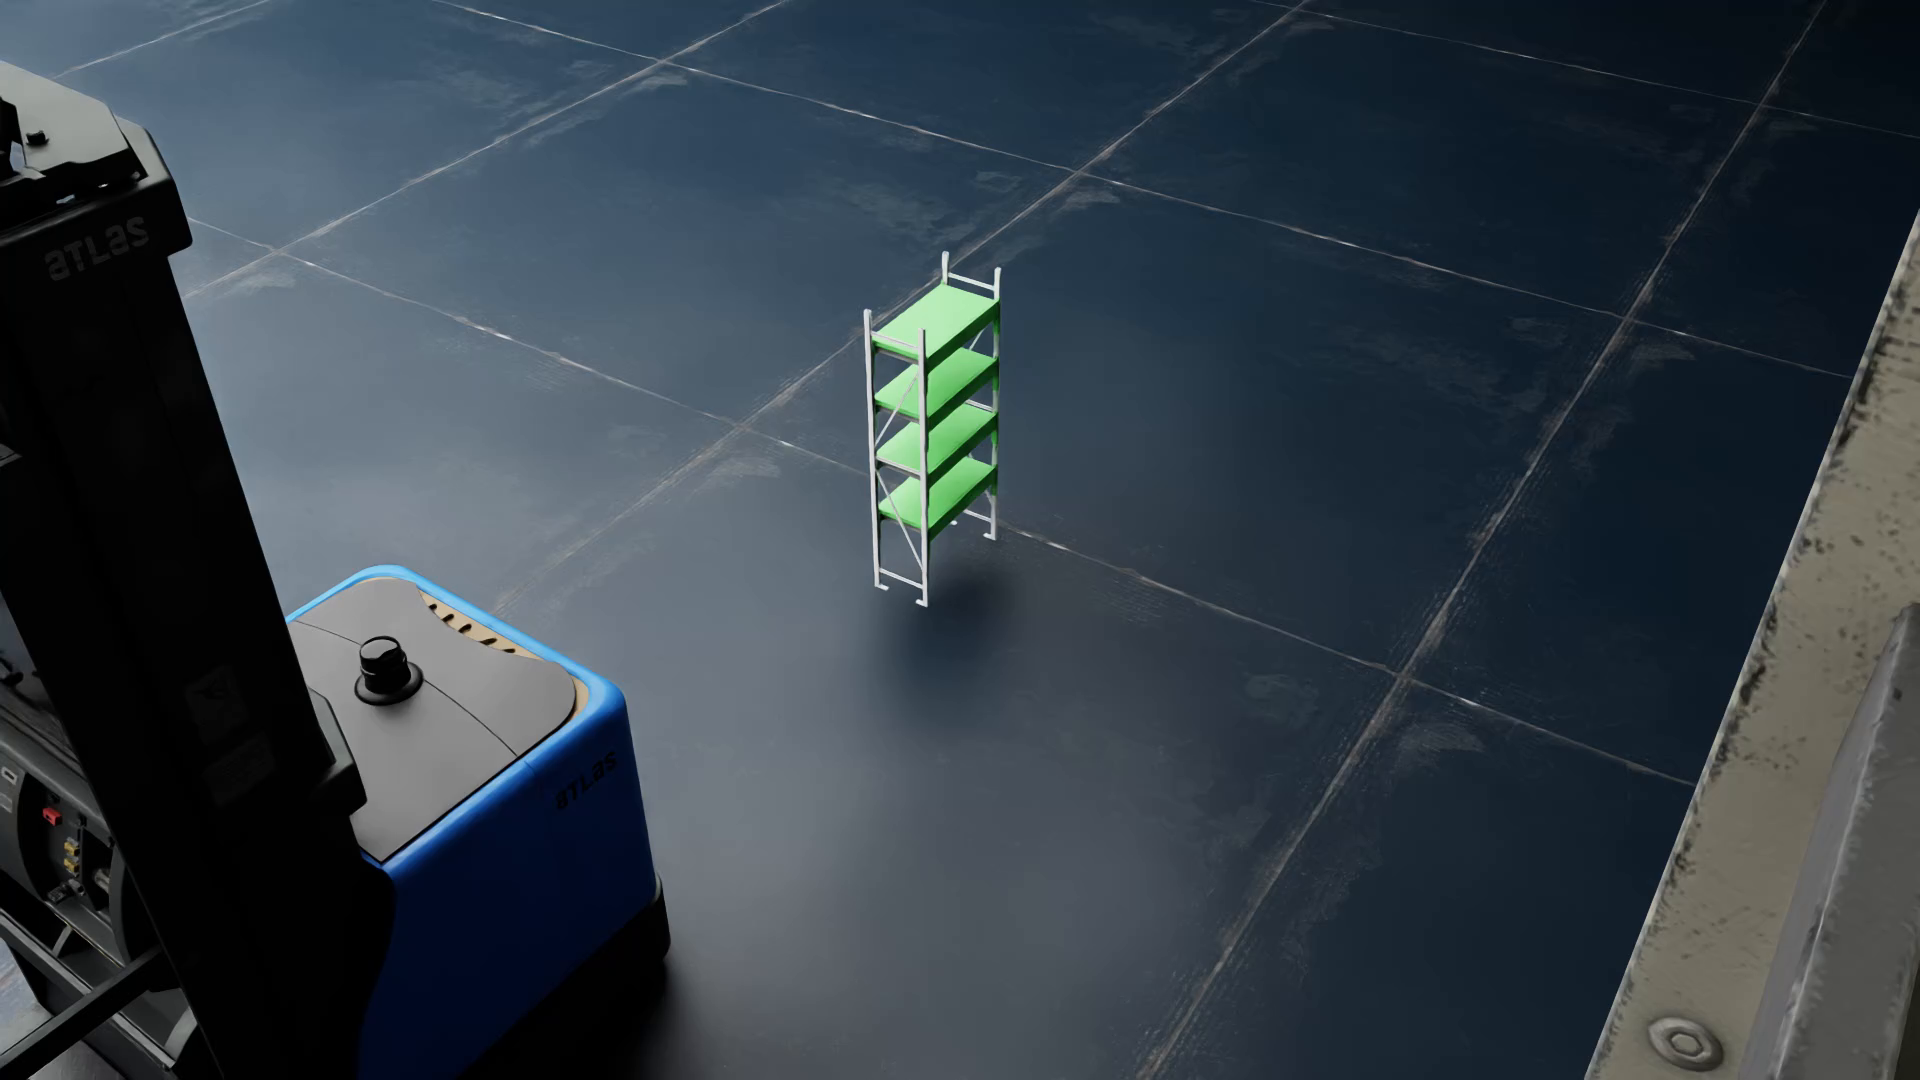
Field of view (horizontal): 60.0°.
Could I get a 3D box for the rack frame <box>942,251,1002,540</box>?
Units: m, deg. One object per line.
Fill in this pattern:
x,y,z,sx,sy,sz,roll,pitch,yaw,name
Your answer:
0.042,-0.516,6.264,0.240,1.200,0.015,21,42,25,rack frame

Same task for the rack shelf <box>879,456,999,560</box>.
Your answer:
-0.089,-0.149,6.286,0.258,0.148,0.480,21,42,25,rack shelf

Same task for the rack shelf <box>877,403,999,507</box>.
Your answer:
-0.089,-0.339,6.139,0.258,0.148,0.480,21,42,25,rack shelf

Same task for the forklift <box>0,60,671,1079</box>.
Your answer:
-2.125,0.636,3.351,1.130,2.935,3.031,24,44,28,forklift

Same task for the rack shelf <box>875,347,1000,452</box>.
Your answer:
-0.089,-0.529,5.993,0.258,0.148,0.480,21,42,25,rack shelf

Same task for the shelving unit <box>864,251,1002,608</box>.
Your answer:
-0.089,-0.390,6.100,0.258,1.200,0.503,21,42,25,shelving unit

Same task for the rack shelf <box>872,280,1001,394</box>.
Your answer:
-0.089,-0.719,5.846,0.258,0.148,0.480,21,42,25,rack shelf

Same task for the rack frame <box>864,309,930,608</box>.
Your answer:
-0.219,-0.264,5.937,0.240,1.200,0.015,21,42,25,rack frame
